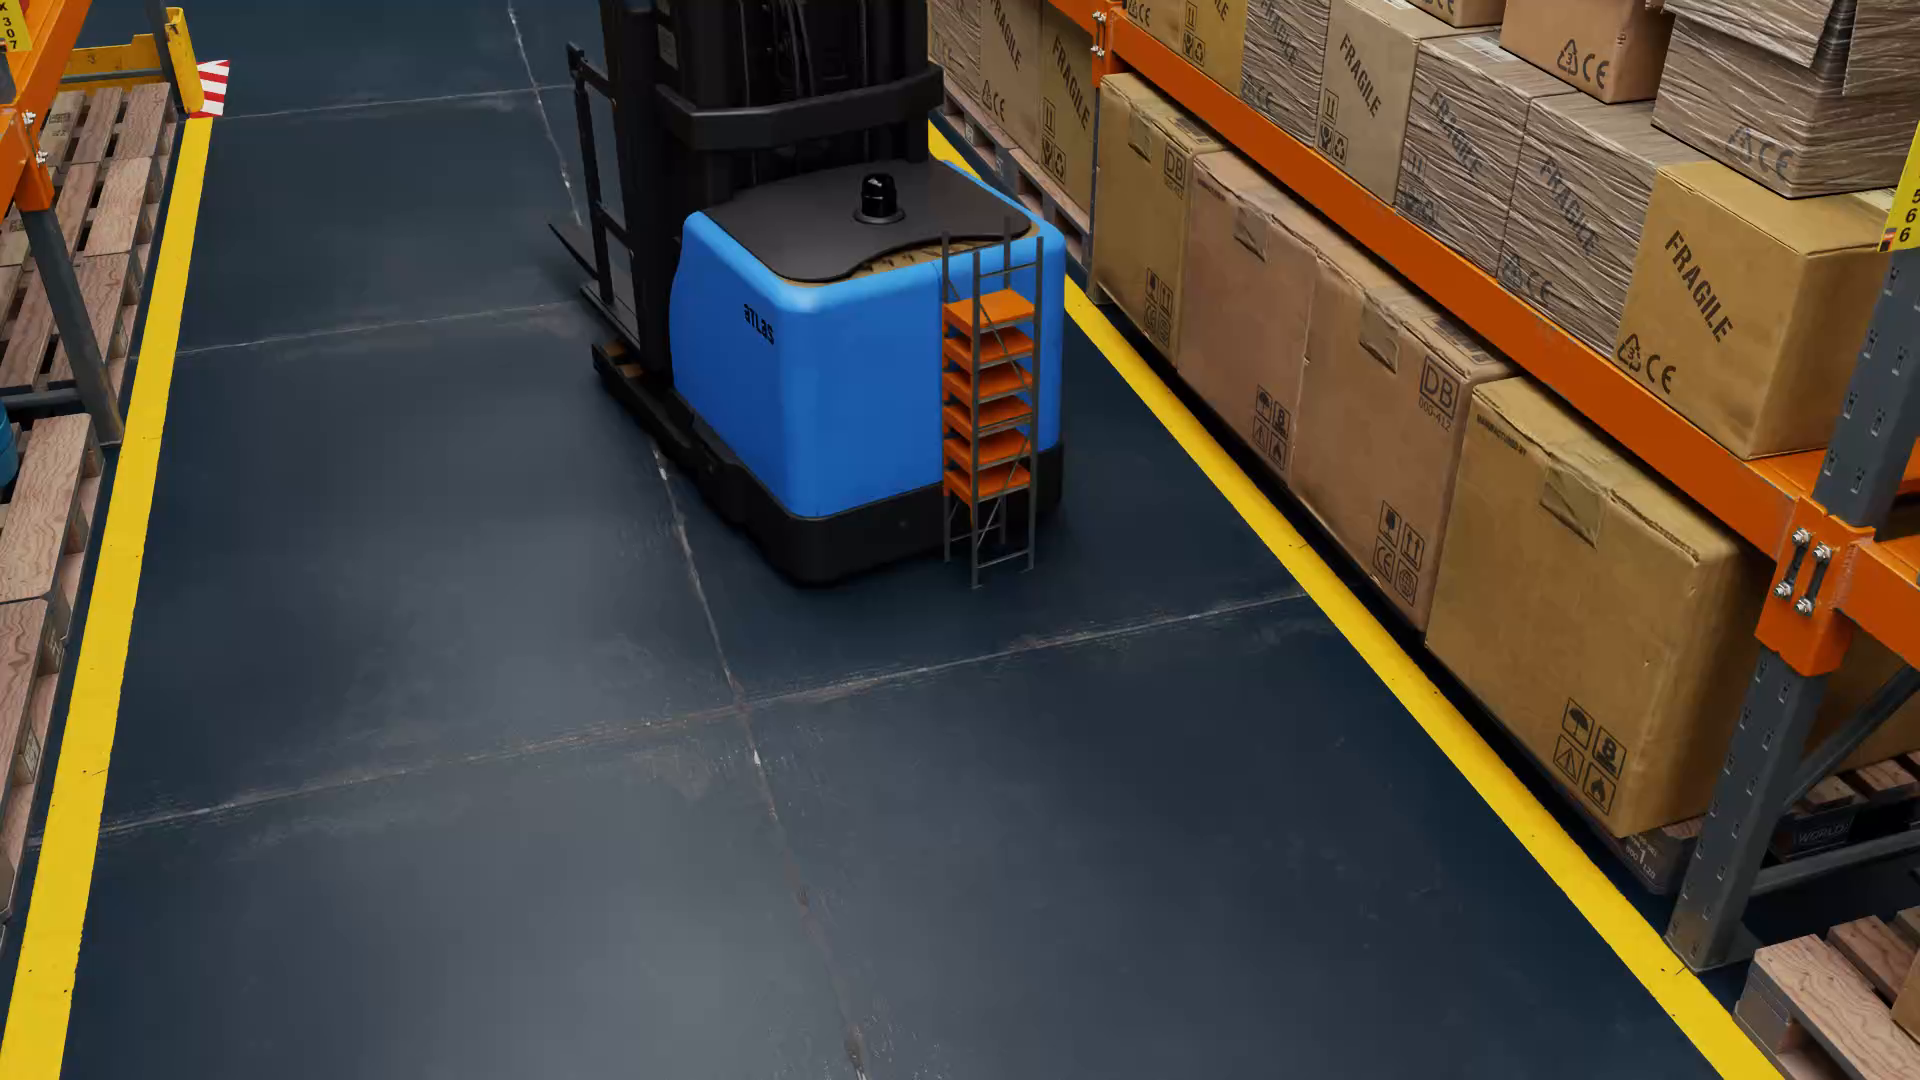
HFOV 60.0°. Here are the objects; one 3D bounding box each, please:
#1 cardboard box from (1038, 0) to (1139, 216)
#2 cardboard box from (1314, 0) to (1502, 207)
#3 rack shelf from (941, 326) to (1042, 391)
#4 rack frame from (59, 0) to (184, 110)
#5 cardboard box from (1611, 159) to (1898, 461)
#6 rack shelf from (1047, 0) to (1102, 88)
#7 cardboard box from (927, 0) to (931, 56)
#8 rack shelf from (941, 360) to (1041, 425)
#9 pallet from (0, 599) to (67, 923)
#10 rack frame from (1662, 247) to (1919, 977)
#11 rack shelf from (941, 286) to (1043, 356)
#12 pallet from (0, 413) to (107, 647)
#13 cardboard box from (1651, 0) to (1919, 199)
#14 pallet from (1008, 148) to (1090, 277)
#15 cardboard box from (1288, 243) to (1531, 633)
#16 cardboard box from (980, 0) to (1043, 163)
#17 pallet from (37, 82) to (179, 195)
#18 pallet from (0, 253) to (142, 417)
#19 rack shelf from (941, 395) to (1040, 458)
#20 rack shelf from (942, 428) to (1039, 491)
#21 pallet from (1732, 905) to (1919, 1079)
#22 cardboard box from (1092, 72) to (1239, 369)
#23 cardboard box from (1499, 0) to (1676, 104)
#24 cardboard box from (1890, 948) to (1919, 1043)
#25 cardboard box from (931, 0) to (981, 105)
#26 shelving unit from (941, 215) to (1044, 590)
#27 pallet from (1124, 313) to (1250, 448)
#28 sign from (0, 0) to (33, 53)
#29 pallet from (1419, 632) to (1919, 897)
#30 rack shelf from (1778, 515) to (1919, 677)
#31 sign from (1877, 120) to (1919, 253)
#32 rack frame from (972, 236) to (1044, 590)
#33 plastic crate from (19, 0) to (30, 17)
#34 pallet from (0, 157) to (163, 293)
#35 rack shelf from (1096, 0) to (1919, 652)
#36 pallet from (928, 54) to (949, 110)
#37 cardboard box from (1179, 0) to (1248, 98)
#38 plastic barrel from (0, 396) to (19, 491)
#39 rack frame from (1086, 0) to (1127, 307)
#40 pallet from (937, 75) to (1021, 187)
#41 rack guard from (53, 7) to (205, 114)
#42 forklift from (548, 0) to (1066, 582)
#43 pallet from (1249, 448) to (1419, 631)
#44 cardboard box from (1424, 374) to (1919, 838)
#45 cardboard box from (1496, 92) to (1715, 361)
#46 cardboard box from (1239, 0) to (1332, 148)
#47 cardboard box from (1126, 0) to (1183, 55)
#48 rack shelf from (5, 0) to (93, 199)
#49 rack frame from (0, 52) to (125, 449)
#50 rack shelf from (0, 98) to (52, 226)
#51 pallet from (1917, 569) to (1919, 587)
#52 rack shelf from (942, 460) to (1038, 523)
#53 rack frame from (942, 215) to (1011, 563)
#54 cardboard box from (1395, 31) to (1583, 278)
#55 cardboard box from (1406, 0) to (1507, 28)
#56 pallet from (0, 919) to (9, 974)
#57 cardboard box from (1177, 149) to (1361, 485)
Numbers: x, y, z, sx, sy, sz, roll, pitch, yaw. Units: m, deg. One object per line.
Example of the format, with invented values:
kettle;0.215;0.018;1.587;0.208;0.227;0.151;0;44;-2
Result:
cardboard box;0.929;-2.037;7.658;0.875;0.875;0.875;-10;35;-15
cardboard box;1.425;-1.350;4.981;0.500;0.500;0.500;-9;35;-14
rack shelf;0.097;-0.576;5.179;0.258;0.103;0.180;-18;37;-25
rack frame;-4.883;-3.656;8.561;1.000;3.000;0.127;-10;35;-15
cardboard box;1.888;-0.547;3.767;0.500;0.500;0.500;-9;35;-13
rack shelf;0.444;-3.138;8.431;1.077;0.370;4.000;-10;35;-15
cardboard box;0.105;-3.455;9.804;0.875;0.875;0.875;-10;35;-15
rack shelf;0.097;-0.476;5.245;0.258;0.103;0.180;-18;37;-25
pallet;-3.091;0.662;4.557;1.003;0.211;1.213;-10;35;-15
rack frame;2.274;-0.288;3.465;1.000;3.000;0.127;-10;35;-15
rack shelf;0.097;-0.676;5.112;0.258;0.103;0.180;-18;37;-25
pallet;-3.467;0.020;5.528;1.003;0.211;1.213;-10;35;-15
cardboard box;2.066;-1.135;3.746;0.797;0.503;0.637;-9;34;-13
pallet;0.896;-1.637;8.036;1.003;0.211;1.213;-10;35;-15
cardboard box;1.819;-0.412;5.199;1.225;0.875;0.875;-10;35;-15
cardboard box;0.654;-2.510;8.373;0.875;0.875;0.875;-10;35;-15
pallet;-4.669;-2.053;8.665;1.003;0.211;1.213;-10;35;-15
pallet;-3.924;-0.772;6.726;1.003;0.211;1.213;-10;35;-15
rack shelf;0.097;-0.376;5.311;0.258;0.103;0.180;-18;37;-25
rack shelf;0.097;-0.276;5.377;0.258;0.103;0.180;-18;37;-25
pallet;2.511;1.286;3.613;1.003;0.211;1.213;-10;35;-15
cardboard box;1.268;-1.344;6.610;1.225;0.875;0.875;-10;35;-15
cardboard box;1.870;-1.478;4.265;0.797;0.503;0.637;-9;35;-14
cardboard box;2.497;0.919;3.506;0.700;0.500;0.500;-12;35;-17
cardboard box;0.383;-2.977;9.081;0.875;0.875;0.875;-10;35;-15
shelving unit;0.097;-0.413;5.286;0.258;1.200;0.189;-18;37;-25
pallet;1.361;-0.833;6.818;1.003;0.211;1.213;-10;35;-15
sign;-3.139;-1.762;5.445;0.100;0.325;0.005;-10;35;-15
pallet;2.105;0.449;4.880;1.003;0.211;1.213;-10;35;-15
rack shelf;2.884;1.062;2.075;1.077;0.370;4.000;-10;35;-15
sign;1.746;-0.676;3.002;0.100;0.325;0.005;-10;35;-15
rack frame;0.143;-0.369;5.220;0.240;1.200;0.006;-18;37;-25
plastic crate;-3.696;-2.118;6.122;0.402;0.464;0.583;-10;35;-15
pallet;-4.300;-1.413;7.697;1.003;0.211;1.213;-10;35;-15
rack shelf;1.664;-1.038;5.253;1.077;0.370;4.000;-10;35;-15
pallet;0.152;-2.918;9.975;1.003;0.211;1.213;-10;35;-15
cardboard box;1.110;-1.883;5.788;0.500;0.500;0.500;-10;35;-15
plastic barrel;-3.513;-0.567;5.409;0.600;0.901;0.708;-10;35;-15
rack frame;1.054;-2.388;6.644;1.000;3.000;0.127;-10;35;-15
pallet;0.521;-2.279;9.008;1.003;0.211;1.213;-10;35;-15
rack guard;-4.903;-2.623;9.266;1.175;0.500;0.348;-10;35;-15
forklift;-0.820;-1.871;5.923;1.130;2.935;3.031;-18;37;-25
pallet;1.737;-0.191;5.847;1.003;0.211;1.213;-10;35;-15
cardboard box;2.083;0.057;4.489;1.225;0.875;0.875;-12;35;-17
cardboard box;1.741;-0.810;4.164;0.500;0.500;0.500;-10;35;-15
cardboard box;1.263;-1.620;5.390;0.500;0.500;0.500;-11;35;-16
cardboard box;0.956;-2.147;6.187;0.500;0.500;0.500;-10;35;-15
rack shelf;-4.273;-2.305;7.171;1.077;0.370;4.000;-10;35;-15
rack frame;-3.663;-1.555;5.383;1.000;3.000;0.127;-10;35;-15
rack shelf;-3.053;-0.205;3.992;1.077;0.370;4.000;-10;35;-15
pallet;2.593;0.148;2.979;1.213;0.211;1.003;-10;35;-15
rack shelf;0.097;-0.176;5.443;0.258;0.103;0.180;-18;37;-25
rack frame;0.051;-0.456;5.352;0.240;1.200;0.006;-18;37;-25
cardboard box;1.580;-1.082;4.576;0.500;0.500;0.500;-11;35;-16
cardboard box;1.659;-1.829;4.796;0.797;0.503;0.637;-9;34;-13
pallet;-2.723;1.301;3.589;1.003;0.211;1.213;-10;35;-15
cardboard box;1.542;-0.875;5.900;1.225;0.875;0.875;-11;35;-16
